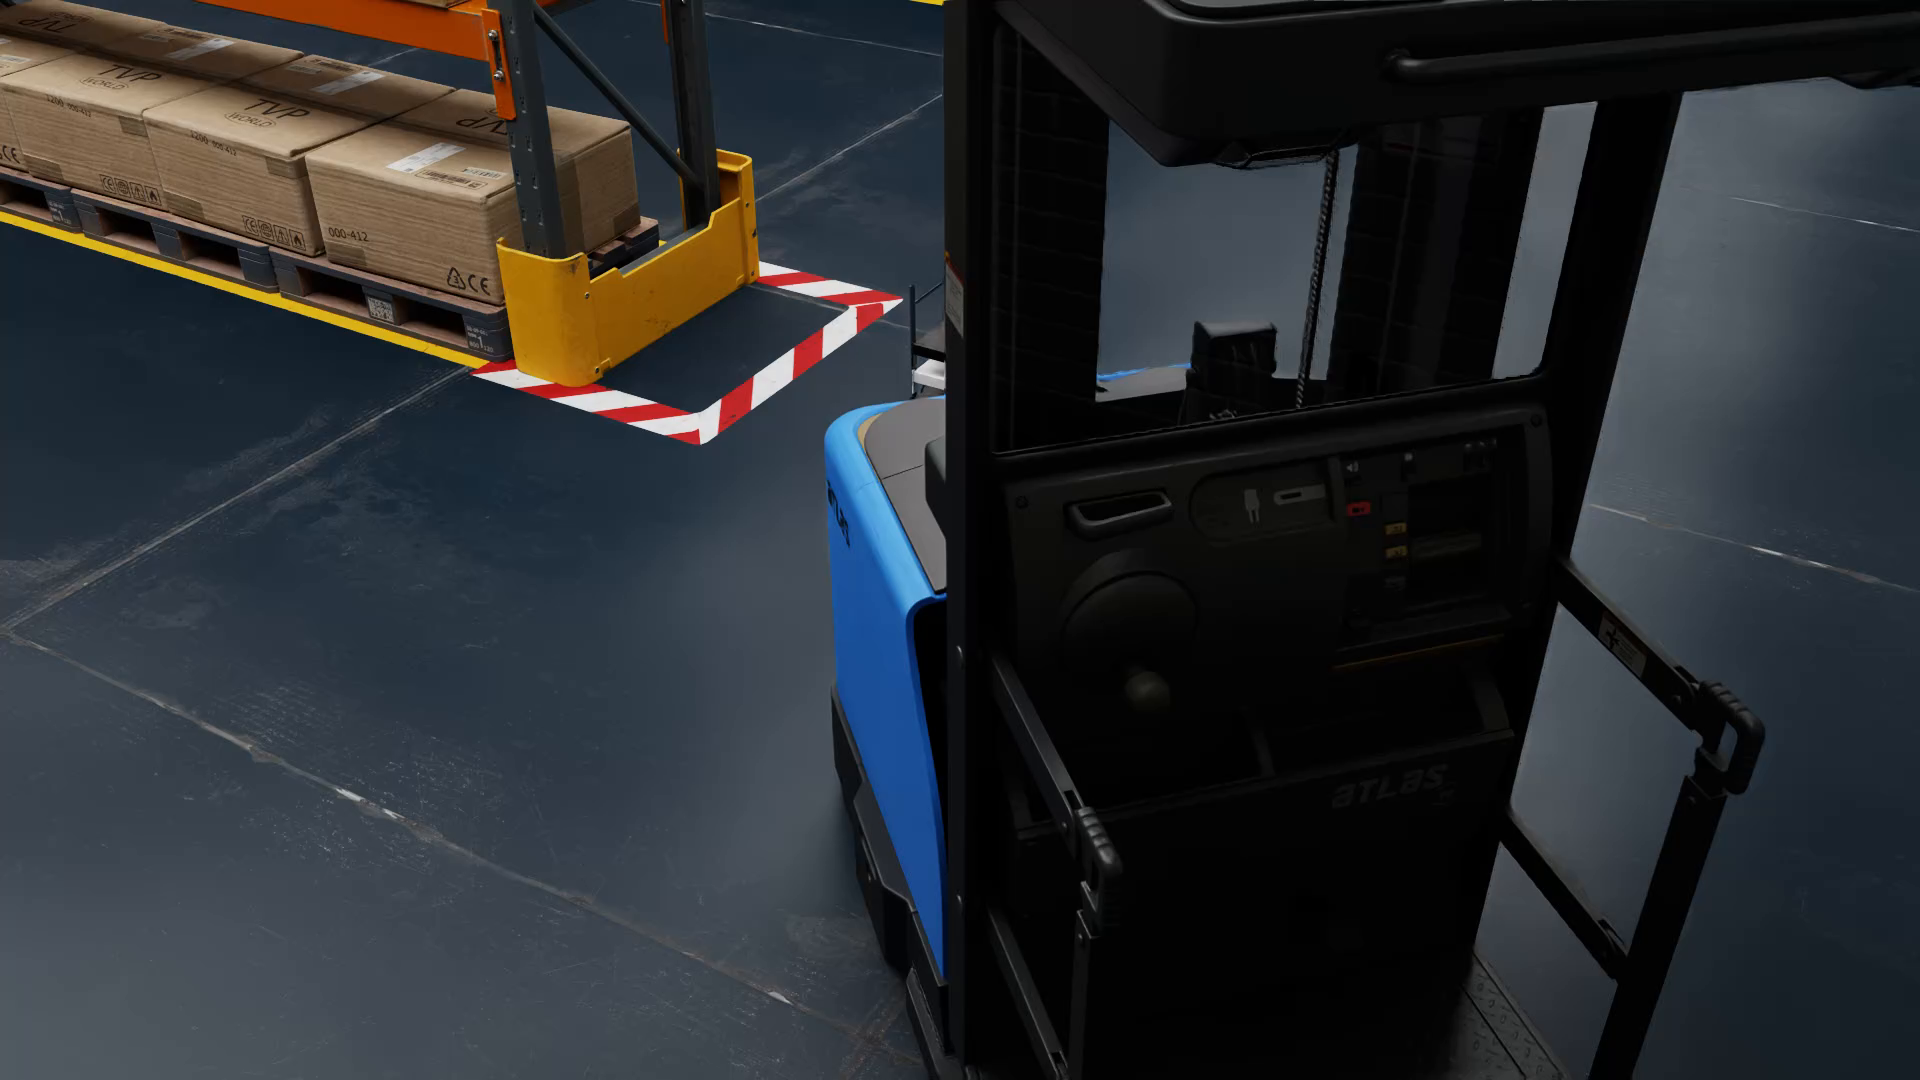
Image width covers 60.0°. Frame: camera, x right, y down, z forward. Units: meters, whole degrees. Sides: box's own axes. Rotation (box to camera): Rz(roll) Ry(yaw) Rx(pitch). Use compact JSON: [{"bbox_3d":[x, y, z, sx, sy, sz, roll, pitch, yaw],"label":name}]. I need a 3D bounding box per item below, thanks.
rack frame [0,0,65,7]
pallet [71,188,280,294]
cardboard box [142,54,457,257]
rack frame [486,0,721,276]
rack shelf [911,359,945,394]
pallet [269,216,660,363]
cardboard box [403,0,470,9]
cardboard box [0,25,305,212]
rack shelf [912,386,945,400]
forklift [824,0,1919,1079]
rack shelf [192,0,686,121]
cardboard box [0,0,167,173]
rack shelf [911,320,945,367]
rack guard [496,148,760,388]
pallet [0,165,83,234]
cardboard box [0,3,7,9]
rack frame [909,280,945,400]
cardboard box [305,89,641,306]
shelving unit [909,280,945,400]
[{"bbox_3d":[-4.738,-3.228,7.391,0.127,3.000,1.000,18,37,24],"label":"rack frame"},{"bbox_3d":[-3.053,-1.486,7.291,1.213,0.211,1.003,18,37,24],"label":"pallet"},{"bbox_3d":[-2.686,-1.617,6.905,0.875,0.438,0.875,19,38,26],"label":"cardboard box"},{"bbox_3d":[-1.265,-2.128,5.739,0.127,3.000,1.000,18,37,24],"label":"rack frame"},{"bbox_3d":[0.007,-0.494,4.916,0.200,0.077,0.258,18,37,24],"label":"rack shelf"},{"bbox_3d":[-1.998,-1.150,6.786,1.213,0.211,1.003,18,37,24],"label":"pallet"},{"bbox_3d":[-1.815,-2.175,5.720,0.500,0.500,0.500,18,38,25],"label":"cardboard box"},{"bbox_3d":[-3.468,-1.866,7.279,0.875,0.438,0.875,16,37,23],"label":"cardboard box"},{"bbox_3d":[0.007,-0.419,4.966,0.200,0.077,0.258,18,37,24],"label":"rack shelf"},{"bbox_3d":[0.584,0.088,2.474,1.130,2.935,3.031,-9,35,-14],"label":"forklift"},{"bbox_3d":[-3.001,-2.379,6.765,4.000,0.370,1.077,18,37,24],"label":"rack shelf"},{"bbox_3d":[-4.246,-2.112,7.648,0.875,0.438,0.875,17,37,24],"label":"cardboard box"},{"bbox_3d":[0.007,-0.569,4.866,0.200,0.077,0.258,18,37,24],"label":"rack shelf"},{"bbox_3d":[-1.244,-1.081,6.422,0.348,0.500,1.175,18,37,24],"label":"rack guard"},{"bbox_3d":[-4.116,-1.821,7.794,1.213,0.211,1.003,18,37,24],"label":"pallet"},{"bbox_3d":[-5.316,-2.651,8.062,0.875,0.875,0.875,19,38,26],"label":"cardboard box"},{"bbox_3d":[-0.081,-0.400,5.039,0.006,0.900,0.240,18,37,24],"label":"rack frame"},{"bbox_3d":[-1.887,-1.370,6.534,0.875,0.438,0.875,16,37,23],"label":"cardboard box"},{"bbox_3d":[0.007,-0.372,4.997,0.210,0.900,0.258,18,37,24],"label":"shelving unit"}]
